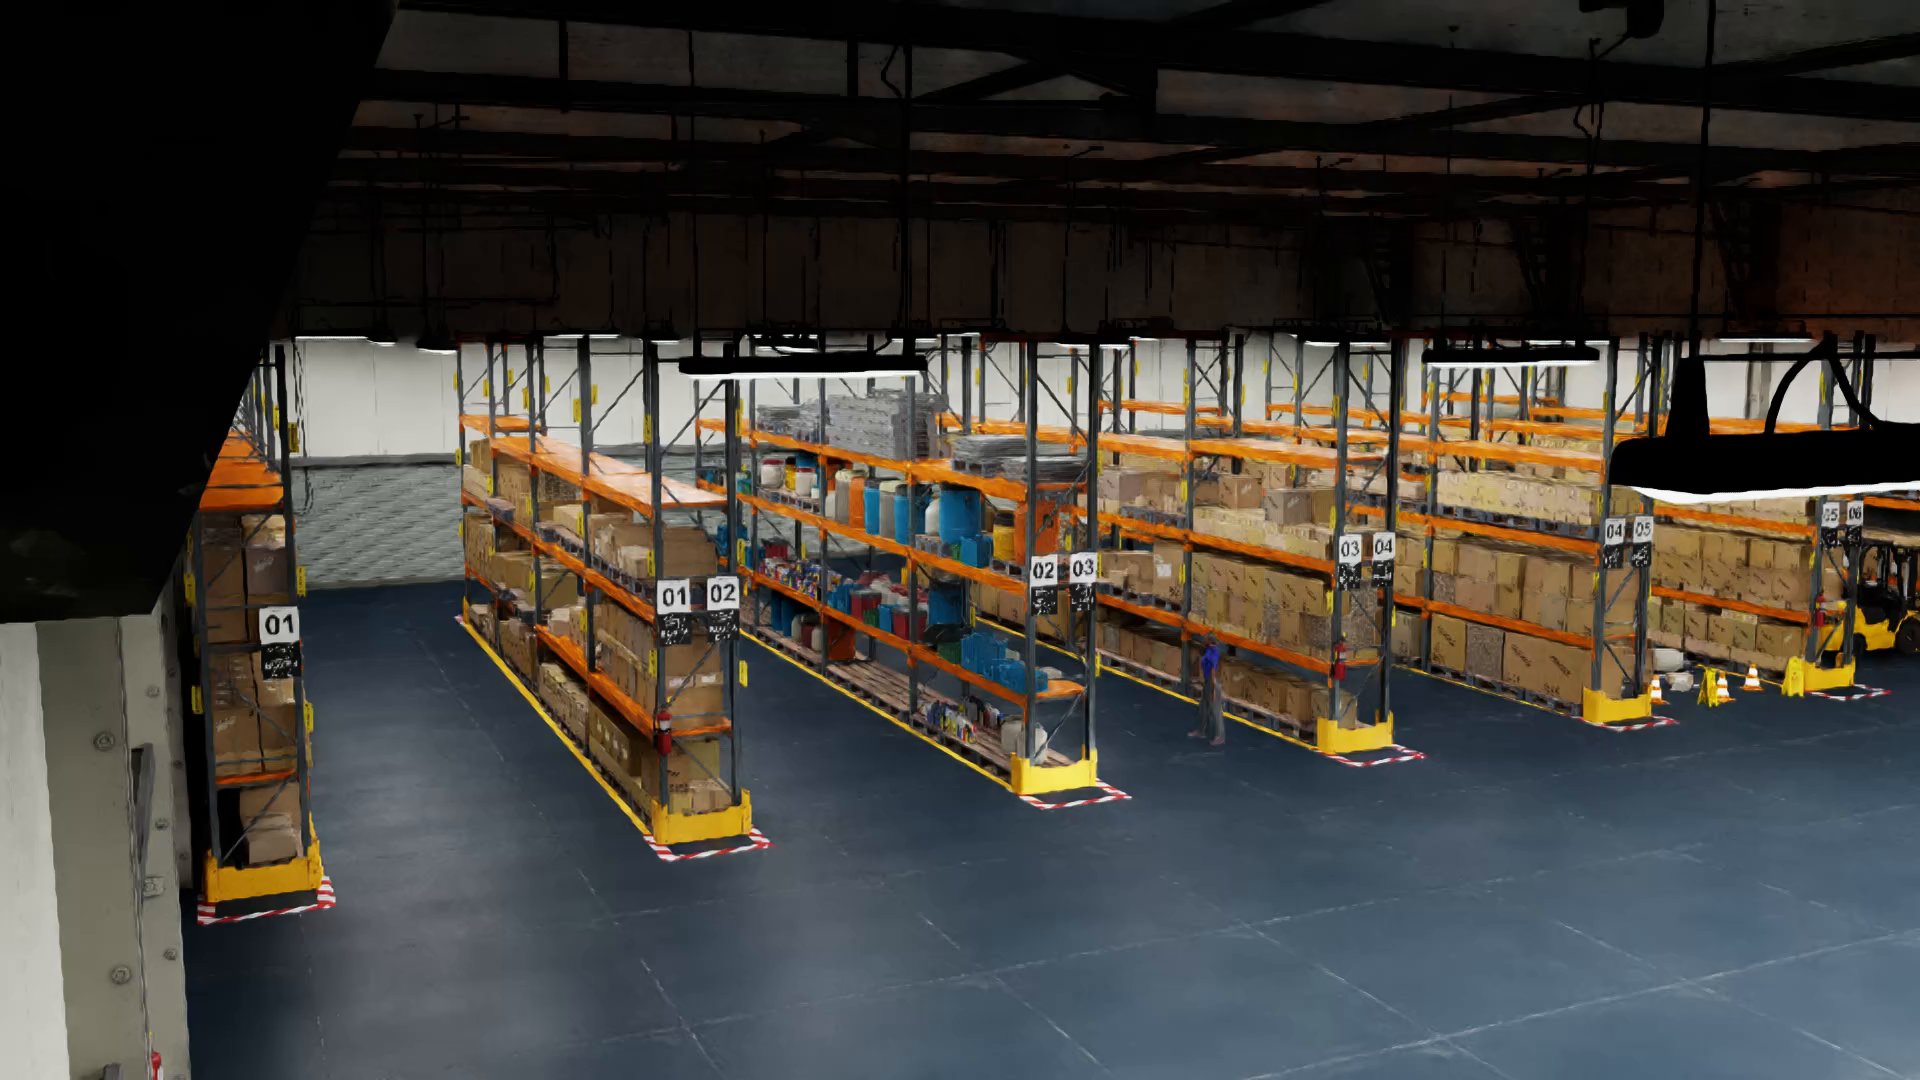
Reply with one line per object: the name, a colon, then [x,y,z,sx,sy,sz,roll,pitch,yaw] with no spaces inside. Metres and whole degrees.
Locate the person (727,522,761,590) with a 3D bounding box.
person: [-5.060,0.374,38.293,0.752,1.606,0.635,7,10,43]

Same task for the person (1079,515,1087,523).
person: [3.294,-0.187,41.807,0.690,1.762,0.460,5,9,33]

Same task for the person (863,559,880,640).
person: [-1.726,1.152,32.560,0.468,1.587,0.406,5,9,35]

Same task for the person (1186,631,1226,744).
person: [3.680,2.175,24.791,0.569,1.639,0.641,0,8,4]
